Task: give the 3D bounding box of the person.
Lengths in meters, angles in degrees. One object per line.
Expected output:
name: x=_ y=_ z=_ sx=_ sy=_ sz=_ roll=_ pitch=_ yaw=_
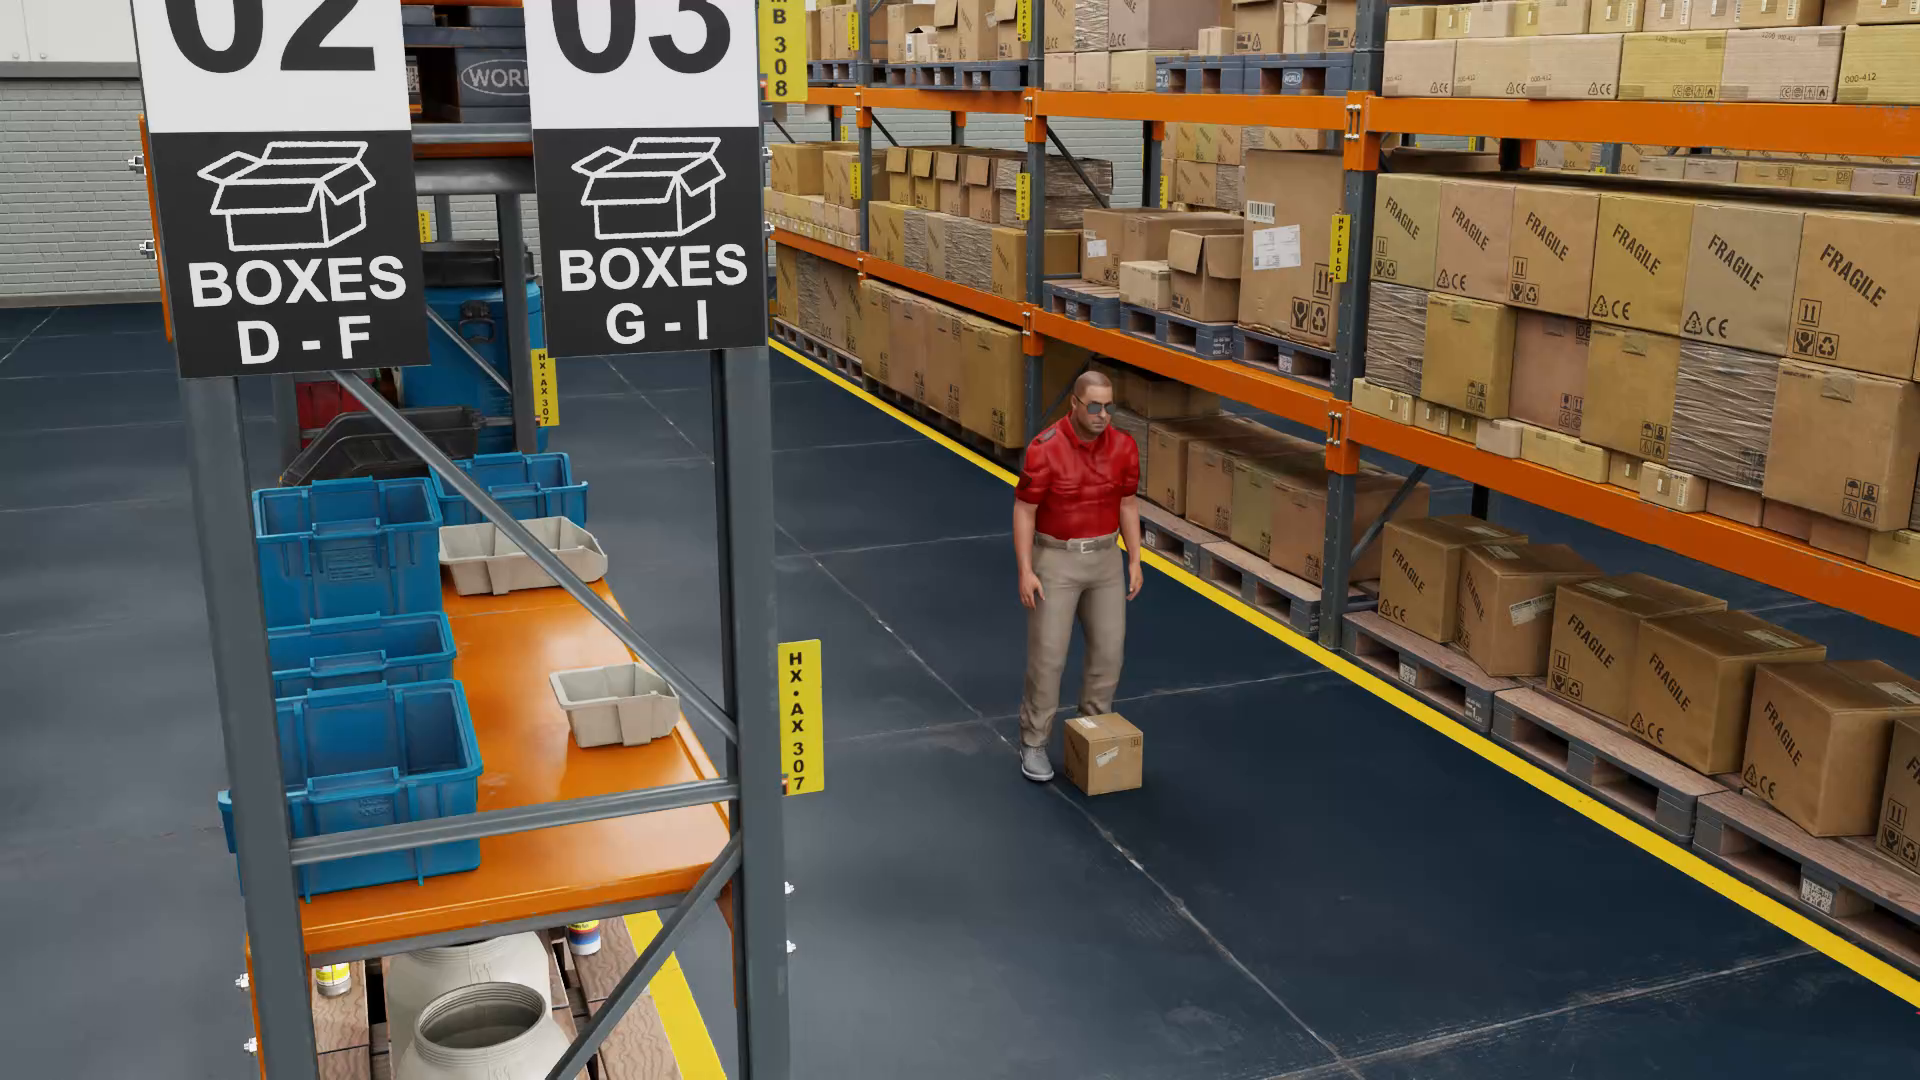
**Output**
person: x=0.505 y=0.131 z=7.076 sx=0.579 sy=1.727 sz=0.391 roll=-6 pitch=17 yaw=-20
